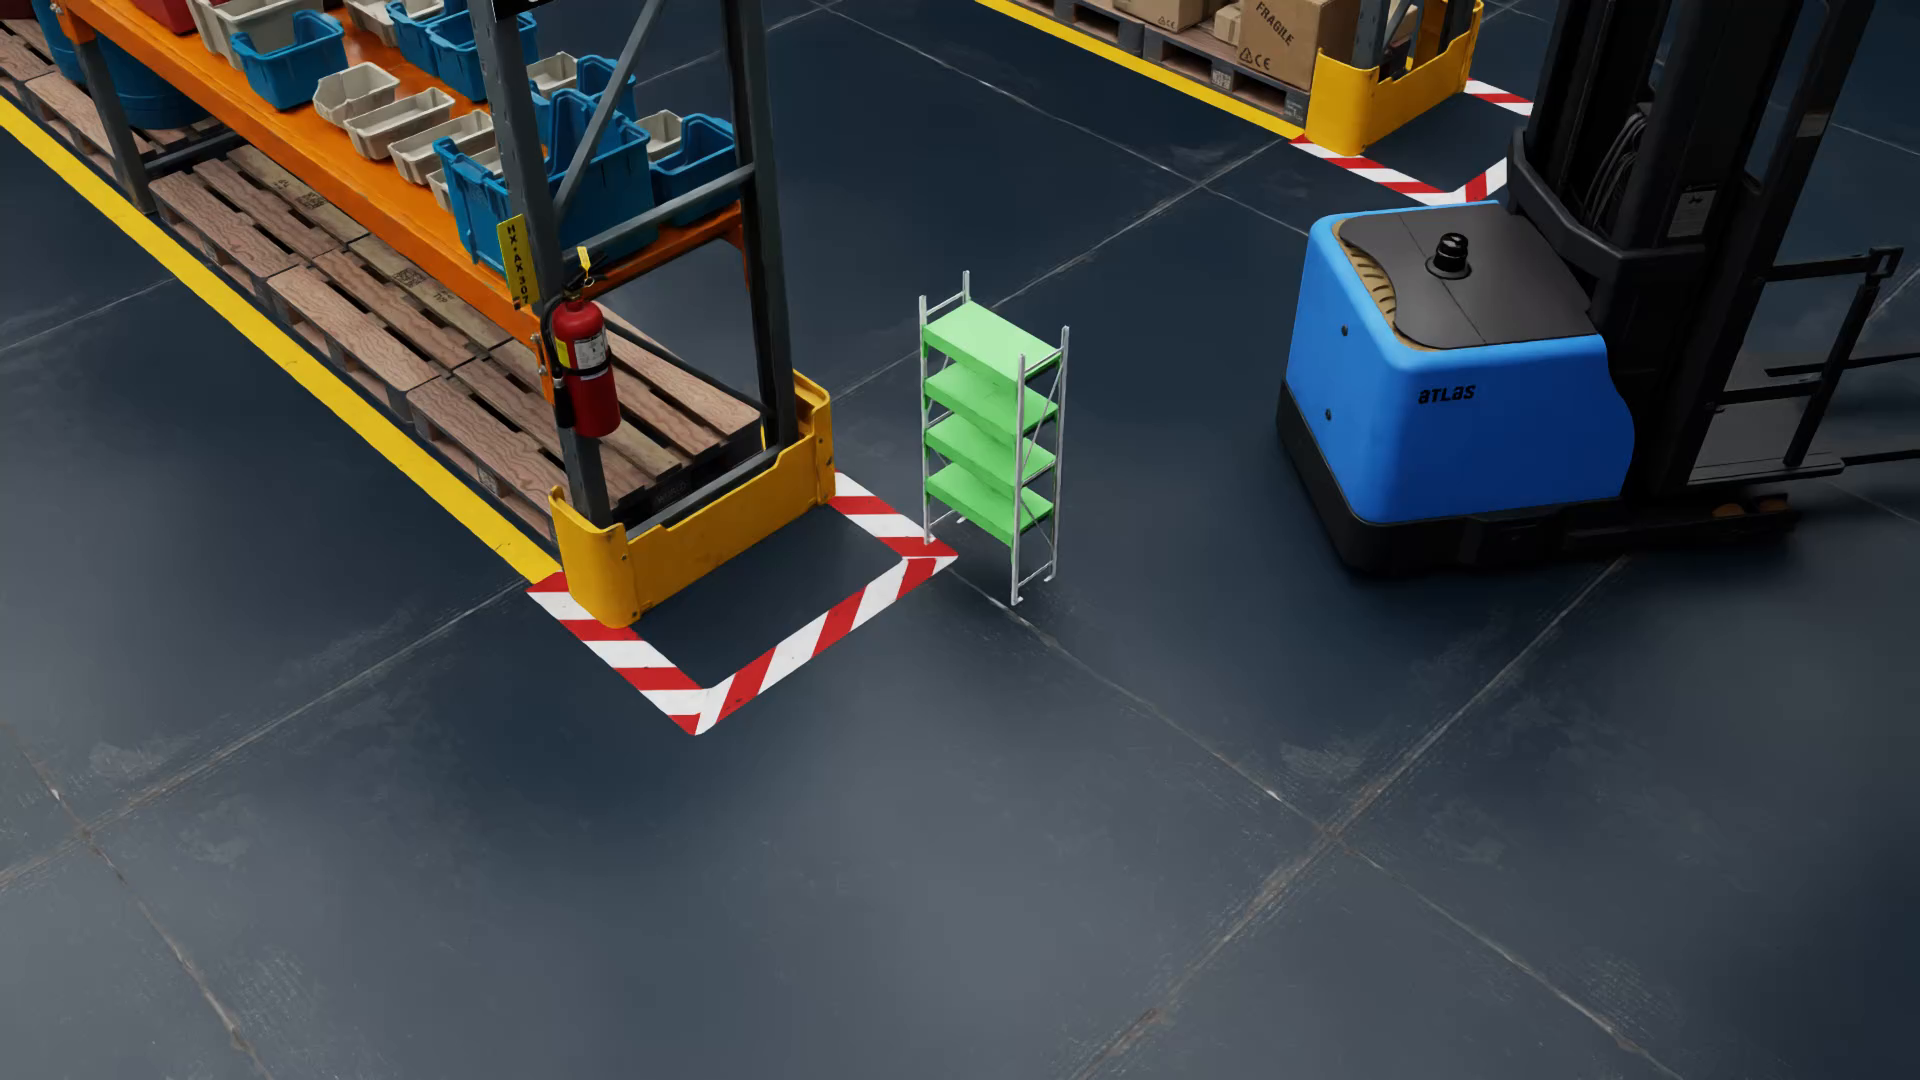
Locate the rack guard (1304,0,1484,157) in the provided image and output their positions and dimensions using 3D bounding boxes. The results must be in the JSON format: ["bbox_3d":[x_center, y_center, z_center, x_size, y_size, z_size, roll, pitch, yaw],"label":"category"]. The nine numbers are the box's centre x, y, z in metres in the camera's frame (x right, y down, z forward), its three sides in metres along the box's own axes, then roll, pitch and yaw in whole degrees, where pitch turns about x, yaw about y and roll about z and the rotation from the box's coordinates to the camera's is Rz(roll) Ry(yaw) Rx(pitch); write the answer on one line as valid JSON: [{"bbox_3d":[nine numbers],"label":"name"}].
[{"bbox_3d":[2.403,-2.600,9.195,1.175,0.500,0.348,-34,53,-31],"label":"rack guard"}]

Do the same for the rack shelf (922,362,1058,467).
[{"bbox_3d":[0.117,-0.490,6.137,0.258,0.148,0.480,-34,53,-31],"label":"rack shelf"}]

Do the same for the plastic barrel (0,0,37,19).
[{"bbox_3d":[-5.548,-3.453,9.744,0.600,0.588,0.708,-34,53,-31],"label":"plastic barrel"}]

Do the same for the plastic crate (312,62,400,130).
[{"bbox_3d":[-2.388,-1.741,6.574,0.298,0.136,0.250,-34,53,-31],"label":"plastic crate"}]

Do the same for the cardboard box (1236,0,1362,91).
[{"bbox_3d":[1.898,-2.868,9.162,0.500,0.500,0.500,-34,53,-31],"label":"cardboard box"}]

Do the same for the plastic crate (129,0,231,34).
[{"bbox_3d":[-3.425,-2.528,7.184,0.402,0.464,0.583,-34,53,-31],"label":"plastic crate"}]

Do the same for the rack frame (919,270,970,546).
[{"bbox_3d":[-0.055,-0.478,6.384,0.240,1.200,0.015,-34,53,-31],"label":"rack frame"}]

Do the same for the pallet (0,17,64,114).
[{"bbox_3d":[-5.259,-2.984,9.824,1.003,0.211,1.213,-34,53,-31],"label":"pallet"}]

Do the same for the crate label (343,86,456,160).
[{"bbox_3d":[-2.166,-1.608,6.430,0.396,0.136,0.243,-34,53,-31],"label":"crate label"}]

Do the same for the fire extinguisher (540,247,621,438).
[{"bbox_3d":[-1.268,-0.654,5.579,0.296,0.674,0.183,-34,53,-31],"label":"fire extinguisher"}]

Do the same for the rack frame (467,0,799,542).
[{"bbox_3d":[-1.053,-1.109,5.740,1.000,3.000,0.127,-34,53,-31],"label":"rack frame"}]

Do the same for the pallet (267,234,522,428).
[{"bbox_3d":[-2.465,-1.086,7.770,1.003,0.211,1.213,-34,53,-31],"label":"pallet"}]

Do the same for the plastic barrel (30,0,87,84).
[{"bbox_3d":[-4.750,-3.025,9.050,0.600,0.901,0.708,-34,53,-31],"label":"plastic barrel"}]

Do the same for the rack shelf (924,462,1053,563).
[{"bbox_3d":[0.117,-0.138,6.463,0.258,0.148,0.480,-34,53,-31],"label":"rack shelf"}]

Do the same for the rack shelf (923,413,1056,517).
[{"bbox_3d":[0.117,-0.314,6.300,0.258,0.148,0.480,-34,53,-31],"label":"rack shelf"}]

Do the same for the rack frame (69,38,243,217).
[{"bbox_3d":[-3.878,-3.032,7.820,1.000,3.000,0.127,-34,53,-31],"label":"rack frame"}]

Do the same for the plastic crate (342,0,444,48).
[{"bbox_3d":[-2.435,-2.264,7.140,0.293,0.136,0.466,-34,53,-31],"label":"plastic crate"}]

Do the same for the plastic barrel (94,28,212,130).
[{"bbox_3d":[-4.250,-2.685,8.682,0.600,0.901,0.708,-34,53,-31],"label":"plastic barrel"}]

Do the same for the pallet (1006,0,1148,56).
[{"bbox_3d":[0.982,-3.463,10.342,1.003,0.211,1.213,-34,53,-31],"label":"pallet"}]

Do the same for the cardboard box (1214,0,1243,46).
[{"bbox_3d":[1.676,-2.984,9.532,0.380,0.166,0.250,-34,53,-31],"label":"cardboard box"}]

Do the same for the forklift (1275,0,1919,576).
[{"bbox_3d":[2.928,-1.410,6.117,3.031,2.935,1.130,-7,43,-7],"label":"forklift"}]

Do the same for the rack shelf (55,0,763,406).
[{"bbox_3d":[-2.465,-1.806,7.025,1.077,0.370,4.000,-34,53,-31],"label":"rack shelf"}]

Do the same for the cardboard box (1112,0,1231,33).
[{"bbox_3d":[1.249,-3.247,9.756,0.500,0.250,0.500,-34,53,-31],"label":"cardboard box"}]

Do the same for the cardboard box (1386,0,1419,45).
[{"bbox_3d":[2.404,-2.962,9.522,0.380,0.149,0.250,-34,53,-31],"label":"cardboard box"}]

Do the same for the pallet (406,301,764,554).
[{"bbox_3d":[-1.608,-0.500,7.136,1.003,0.211,1.213,-34,53,-31],"label":"pallet"}]

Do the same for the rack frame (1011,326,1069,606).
[{"bbox_3d":[0.289,-0.244,6.130,0.240,1.200,0.015,-34,53,-31],"label":"rack frame"}]

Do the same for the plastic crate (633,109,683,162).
[{"bbox_3d":[-1.162,-1.505,6.318,0.250,0.136,0.298,-34,53,-31],"label":"plastic crate"}]

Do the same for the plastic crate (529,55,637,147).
[{"bbox_3d":[-1.459,-1.663,6.418,0.416,0.233,0.300,-34,53,-31],"label":"plastic crate"}]

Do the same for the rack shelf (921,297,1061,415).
[{"bbox_3d":[0.117,-0.667,5.974,0.258,0.148,0.480,-34,53,-31],"label":"rack shelf"}]

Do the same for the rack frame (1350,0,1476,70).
[{"bbox_3d":[2.457,-3.482,8.308,1.000,3.000,0.127,-34,53,-31],"label":"rack frame"}]

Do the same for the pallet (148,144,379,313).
[{"bbox_3d":[-3.331,-1.673,8.405,1.003,0.211,1.213,-34,53,-31],"label":"pallet"}]

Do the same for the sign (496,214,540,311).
[{"bbox_3d":[-1.431,-0.898,5.391,0.100,0.325,0.005,-34,53,-31],"label":"sign"}]

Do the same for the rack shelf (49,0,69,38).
[{"bbox_3d":[-5.290,-3.728,9.105,1.077,0.370,4.000,-34,53,-31],"label":"rack shelf"}]

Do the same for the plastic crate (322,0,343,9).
[{"bbox_3d":[-2.897,-2.543,7.451,0.437,0.125,0.590,-34,53,-31],"label":"plastic crate"}]

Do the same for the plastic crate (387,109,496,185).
[{"bbox_3d":[-1.952,-1.486,6.298,0.396,0.136,0.243,-34,53,-31],"label":"plastic crate"}]

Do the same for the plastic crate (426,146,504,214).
[{"bbox_3d":[-1.757,-1.340,6.140,0.396,0.136,0.243,-34,53,-31],"label":"plastic crate"}]

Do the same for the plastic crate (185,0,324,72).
[{"bbox_3d":[-2.930,-2.188,6.951,0.437,0.282,0.530,-34,53,-31],"label":"plastic crate"}]

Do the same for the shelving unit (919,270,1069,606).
[{"bbox_3d":[0.117,-0.361,6.257,0.258,1.200,0.503,-34,53,-31],"label":"shelving unit"}]

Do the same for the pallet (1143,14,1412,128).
[{"bbox_3d":[1.839,-2.877,9.708,1.003,0.211,1.213,-34,53,-31],"label":"pallet"}]

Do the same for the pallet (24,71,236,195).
[{"bbox_3d":[-4.393,-2.398,9.190,1.003,0.211,1.213,-34,53,-31],"label":"pallet"}]

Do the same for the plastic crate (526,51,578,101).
[{"bbox_3d":[-1.641,-1.831,6.671,0.250,0.136,0.298,-34,53,-31],"label":"plastic crate"}]

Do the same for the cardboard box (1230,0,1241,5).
[{"bbox_3d":[1.920,-3.271,9.781,0.500,0.250,0.500,-34,53,-31],"label":"cardboard box"}]

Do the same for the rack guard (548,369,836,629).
[{"bbox_3d":[-1.027,-0.186,6.583,1.175,0.500,0.348,-34,53,-31],"label":"rack guard"}]

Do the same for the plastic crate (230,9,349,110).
[{"bbox_3d":[-2.685,-1.934,6.712,0.416,0.233,0.300,-34,53,-31],"label":"plastic crate"}]

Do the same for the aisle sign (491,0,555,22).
[{"bbox_3d":[-1.210,-1.889,4.669,0.394,0.787,0.004,-34,53,-31],"label":"aisle sign"}]

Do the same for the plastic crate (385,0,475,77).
[{"bbox_3d":[-2.136,-2.123,6.917,0.416,0.233,0.300,-34,53,-31],"label":"plastic crate"}]

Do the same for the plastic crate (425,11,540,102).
[{"bbox_3d":[-1.924,-1.979,6.761,0.416,0.233,0.300,-34,53,-31],"label":"plastic crate"}]

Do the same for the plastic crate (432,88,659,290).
[{"bbox_3d":[-1.422,-1.216,5.785,0.616,0.435,0.499,-34,53,-31],"label":"plastic crate"}]

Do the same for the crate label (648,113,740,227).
[{"bbox_3d":[-0.994,-1.346,6.076,0.416,0.233,0.303,-34,53,-31],"label":"crate label"}]
